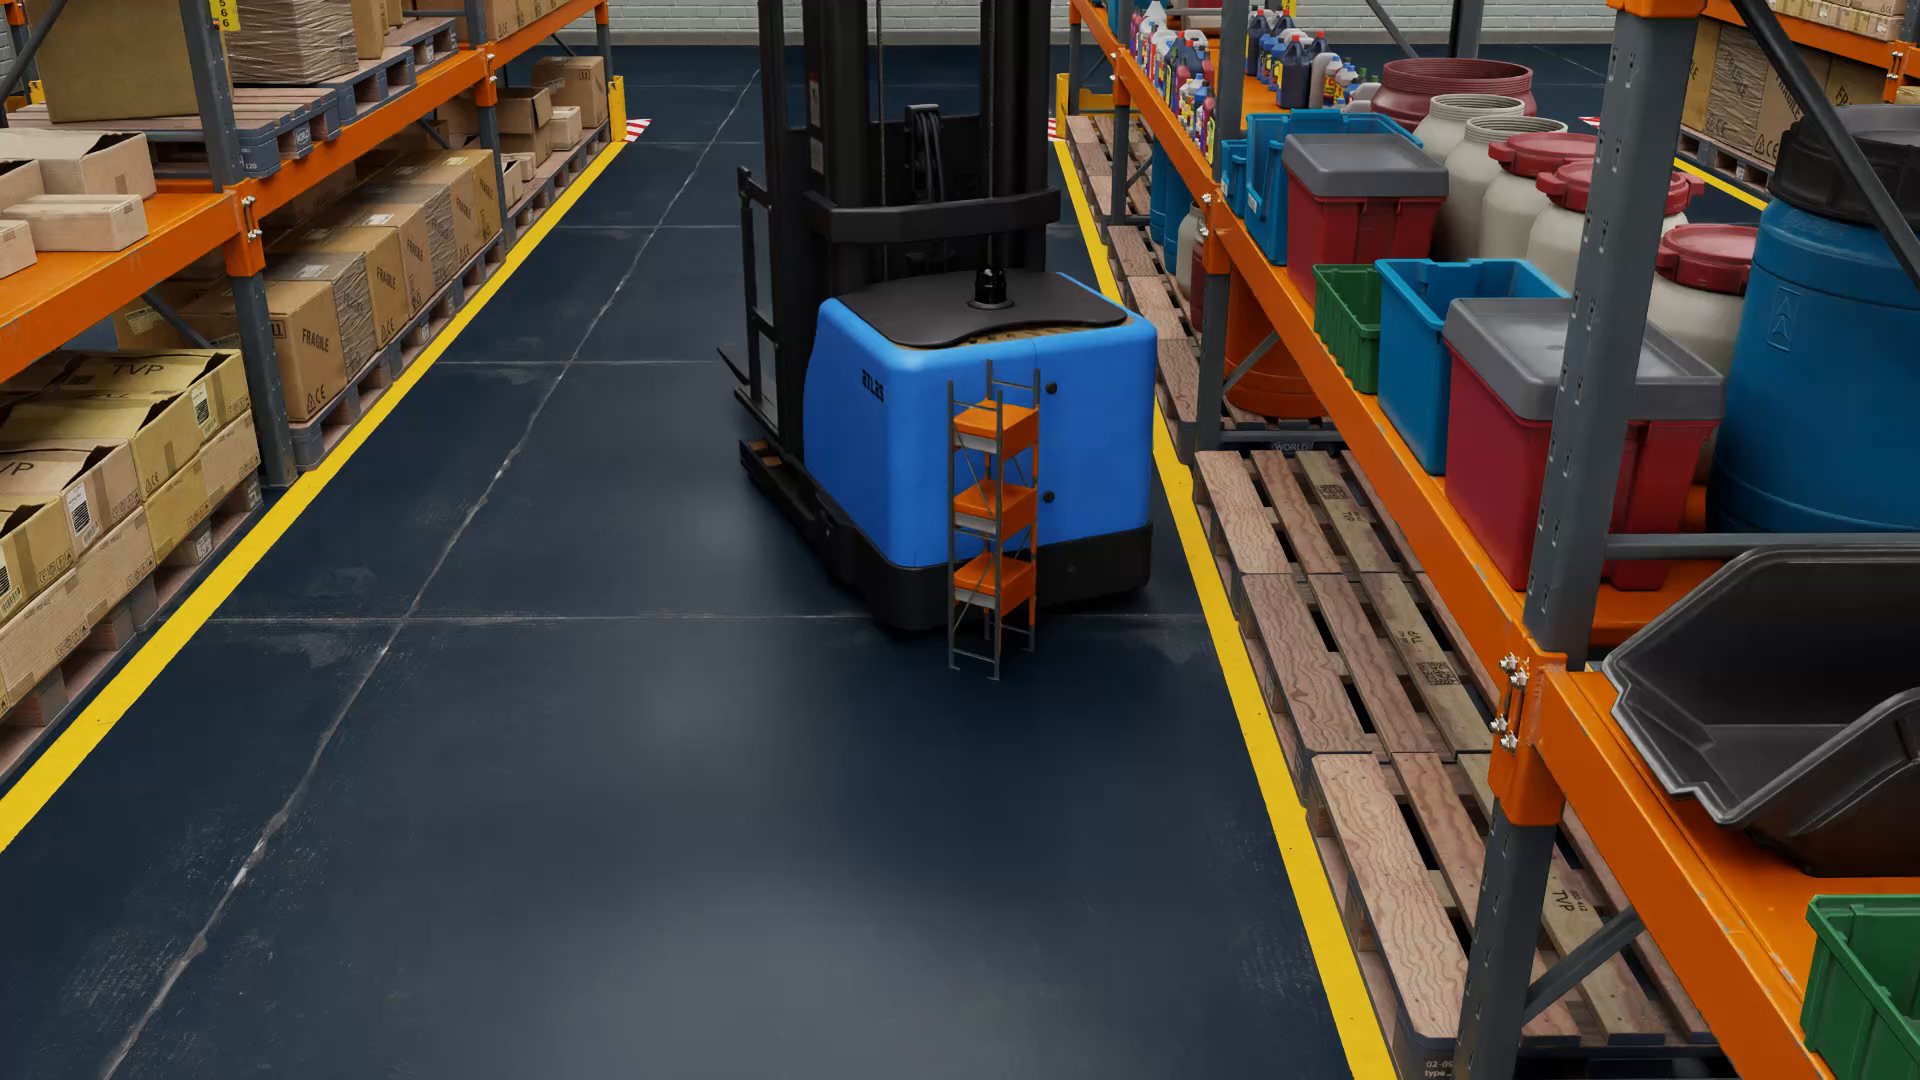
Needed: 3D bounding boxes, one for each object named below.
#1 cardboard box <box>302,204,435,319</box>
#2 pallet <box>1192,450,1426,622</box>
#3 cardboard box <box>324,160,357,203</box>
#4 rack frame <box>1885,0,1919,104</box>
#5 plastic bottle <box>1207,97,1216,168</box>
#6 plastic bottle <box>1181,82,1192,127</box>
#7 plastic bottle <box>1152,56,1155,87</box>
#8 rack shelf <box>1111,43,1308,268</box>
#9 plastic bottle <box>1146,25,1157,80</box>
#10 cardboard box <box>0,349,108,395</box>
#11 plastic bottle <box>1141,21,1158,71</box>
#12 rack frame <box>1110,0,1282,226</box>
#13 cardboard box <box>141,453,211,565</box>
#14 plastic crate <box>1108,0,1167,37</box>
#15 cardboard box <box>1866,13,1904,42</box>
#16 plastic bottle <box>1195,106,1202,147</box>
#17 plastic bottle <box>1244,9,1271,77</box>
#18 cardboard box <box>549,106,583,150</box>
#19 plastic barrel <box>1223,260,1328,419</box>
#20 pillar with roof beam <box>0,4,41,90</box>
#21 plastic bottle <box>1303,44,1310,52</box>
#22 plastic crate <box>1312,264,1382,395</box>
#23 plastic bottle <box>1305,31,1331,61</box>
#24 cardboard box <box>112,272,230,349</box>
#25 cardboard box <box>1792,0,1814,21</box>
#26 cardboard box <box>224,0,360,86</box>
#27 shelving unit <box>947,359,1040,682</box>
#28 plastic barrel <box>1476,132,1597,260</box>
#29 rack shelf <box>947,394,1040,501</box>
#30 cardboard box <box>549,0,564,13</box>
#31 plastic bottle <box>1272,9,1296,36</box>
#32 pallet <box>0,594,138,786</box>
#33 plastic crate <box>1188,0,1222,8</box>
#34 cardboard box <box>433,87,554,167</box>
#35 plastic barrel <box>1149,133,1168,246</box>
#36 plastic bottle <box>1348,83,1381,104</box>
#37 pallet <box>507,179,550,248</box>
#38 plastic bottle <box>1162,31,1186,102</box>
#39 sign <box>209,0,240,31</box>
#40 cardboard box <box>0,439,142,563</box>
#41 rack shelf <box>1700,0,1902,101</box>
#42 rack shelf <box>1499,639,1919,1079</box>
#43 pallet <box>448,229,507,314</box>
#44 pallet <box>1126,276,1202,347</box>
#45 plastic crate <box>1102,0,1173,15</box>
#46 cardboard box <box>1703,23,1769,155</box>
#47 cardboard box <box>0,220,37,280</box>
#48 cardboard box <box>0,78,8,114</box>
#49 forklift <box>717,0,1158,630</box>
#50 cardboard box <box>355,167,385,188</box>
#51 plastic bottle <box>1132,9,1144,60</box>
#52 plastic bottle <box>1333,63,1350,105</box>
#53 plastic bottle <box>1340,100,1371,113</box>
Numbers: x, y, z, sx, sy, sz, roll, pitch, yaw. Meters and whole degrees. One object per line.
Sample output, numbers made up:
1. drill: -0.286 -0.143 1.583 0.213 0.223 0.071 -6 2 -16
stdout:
1. cardboard box: -3.162 -1.497 8.918 0.500 0.500 0.500 -1 24 -2
2. pallet: 1.503 -0.040 6.581 1.003 0.211 1.213 0 24 -1
3. cardboard box: -3.691 -2.048 9.227 0.500 0.250 0.500 0 24 0
4. rack frame: 6.442 -3.300 10.407 1.000 3.000 0.127 0 24 -1
5. plastic bottle: 1.102 -1.741 7.101 0.061 0.283 0.133 0 24 -1
6. plastic bottle: 1.110 -2.087 7.966 0.097 0.201 0.097 0 24 0
7. plastic bottle: 1.098 -2.565 9.023 0.097 0.201 0.097 0 24 0
8. rack shelf: 1.512 -2.126 8.683 1.077 0.370 4.000 0 24 -1
9. plastic bottle: 1.077 -2.706 9.234 0.061 0.283 0.133 0 24 -1
10. cardboard box: -3.708 -0.586 6.552 0.500 0.311 0.500 1 24 1
11. plastic bottle: 1.092 -2.828 9.519 0.097 0.271 0.097 0 24 0
12. rack frame: 1.490 -3.278 10.357 1.000 3.000 0.127 0 24 -1
13. cardboard box: -3.161 -0.119 6.201 0.500 0.250 0.500 -1 24 -1
14. plastic crate: 1.144 -3.489 10.770 0.392 0.384 0.575 0 24 -1
15. cardboard box: 6.112 -3.310 10.733 0.380 0.149 0.250 0 24 0
16. plastic bottle: 1.116 -1.887 7.522 0.097 0.201 0.097 0 24 0
17. plastic bottle: 1.685 -2.801 9.363 0.144 0.351 0.185 0 24 -1
18. cardboard box: -3.274 -3.238 13.073 0.500 0.250 0.500 0 24 -1
19. plastic barrel: 1.511 -1.034 7.519 0.600 0.830 0.708 0 24 -1
20. pillar with roof beam: -5.050 -8.743 15.161 9.100 9.000 0.400 0 24 -1
21. plastic bottle: 1.800 -2.446 8.674 0.097 0.271 0.097 0 24 0
22. plastic crate: 1.276 -0.601 4.696 0.450 0.188 0.662 0 24 -1
23. plastic bottle: 1.839 -2.424 8.530 0.144 0.351 0.185 0 24 -1
24. cardboard box: -3.665 -1.055 7.941 0.500 0.500 0.500 1 24 2
25. cardboard box: 6.100 -3.734 11.670 0.380 0.149 0.250 0 24 0
26. cardboard box: -3.358 -2.482 7.968 0.700 0.500 0.500 4 25 9
27. shelving unit: 0.112 -0.059 5.607 0.215 1.050 0.252 14 28 28
28. plastic barrel: 1.773 -0.919 4.977 0.433 0.535 0.433 0 24 0
29. rack shelf: 0.112 -0.308 5.495 0.215 0.259 0.240 14 28 28
30. cardboard box: -3.215 -4.141 12.144 0.500 0.500 0.500 -1 24 -1
31. plastic bottle: 1.829 -2.802 9.365 0.144 0.351 0.185 0 24 -1
32. pallet: -3.439 0.503 5.383 1.003 0.211 1.213 0 24 -1
33. plastic crate: 1.731 -3.703 11.148 0.402 0.464 0.583 0 24 -1
34. cardboard box: -3.489 -3.094 12.447 0.797 0.503 0.637 0 24 -1
35. plastic barrel: 1.479 -2.289 10.207 0.600 0.901 0.708 0 24 -1
36. plastic bottle: 1.847 -1.943 7.557 0.152 0.276 0.135 0 24 -1
37. pallet: -3.470 -2.269 11.512 1.003 0.211 1.213 0 24 -1
38. plastic bottle: 1.126 -2.440 8.564 0.144 0.351 0.185 0 24 -1
39. sign: -2.865 -2.140 6.437 0.100 0.325 0.005 0 24 -1
40. cardboard box: -3.153 -0.166 5.623 0.500 0.311 0.500 0 24 -1
41. rack shelf: 6.421 -3.796 12.377 1.077 0.370 4.000 0 24 -1
42. rack shelf: 1.599 1.171 1.395 1.077 0.370 4.000 0 24 -1
43. pallet: -3.417 -1.651 10.145 1.003 0.211 1.213 0 24 -1
44. pallet: 1.473 -1.185 9.114 1.003 0.211 1.213 0 24 -1
45. plastic crate: 1.209 -3.640 11.419 0.437 0.125 0.590 0 24 -1
46. cardboard box: 6.496 -3.533 12.991 0.875 0.875 0.875 0 24 -1
47. cardboard box: -3.349 -0.969 5.558 0.380 0.149 0.250 2 24 3
48. cardboard box: -8.353 -3.646 13.695 0.700 0.500 0.500 0 24 -1
49. forklift: -0.325 -1.595 6.720 1.130 2.935 3.031 -10 26 -21
50. cardboard box: -3.685 -1.898 9.807 0.500 0.500 0.500 0 24 0
51. plastic bottle: 1.069 -3.017 9.921 0.061 0.283 0.133 0 24 -1
52. plastic bottle: 1.868 -2.179 8.085 0.097 0.271 0.097 0 24 0
53. plastic bottle: 1.700 -1.752 7.134 0.152 0.276 0.135 0 24 -1
